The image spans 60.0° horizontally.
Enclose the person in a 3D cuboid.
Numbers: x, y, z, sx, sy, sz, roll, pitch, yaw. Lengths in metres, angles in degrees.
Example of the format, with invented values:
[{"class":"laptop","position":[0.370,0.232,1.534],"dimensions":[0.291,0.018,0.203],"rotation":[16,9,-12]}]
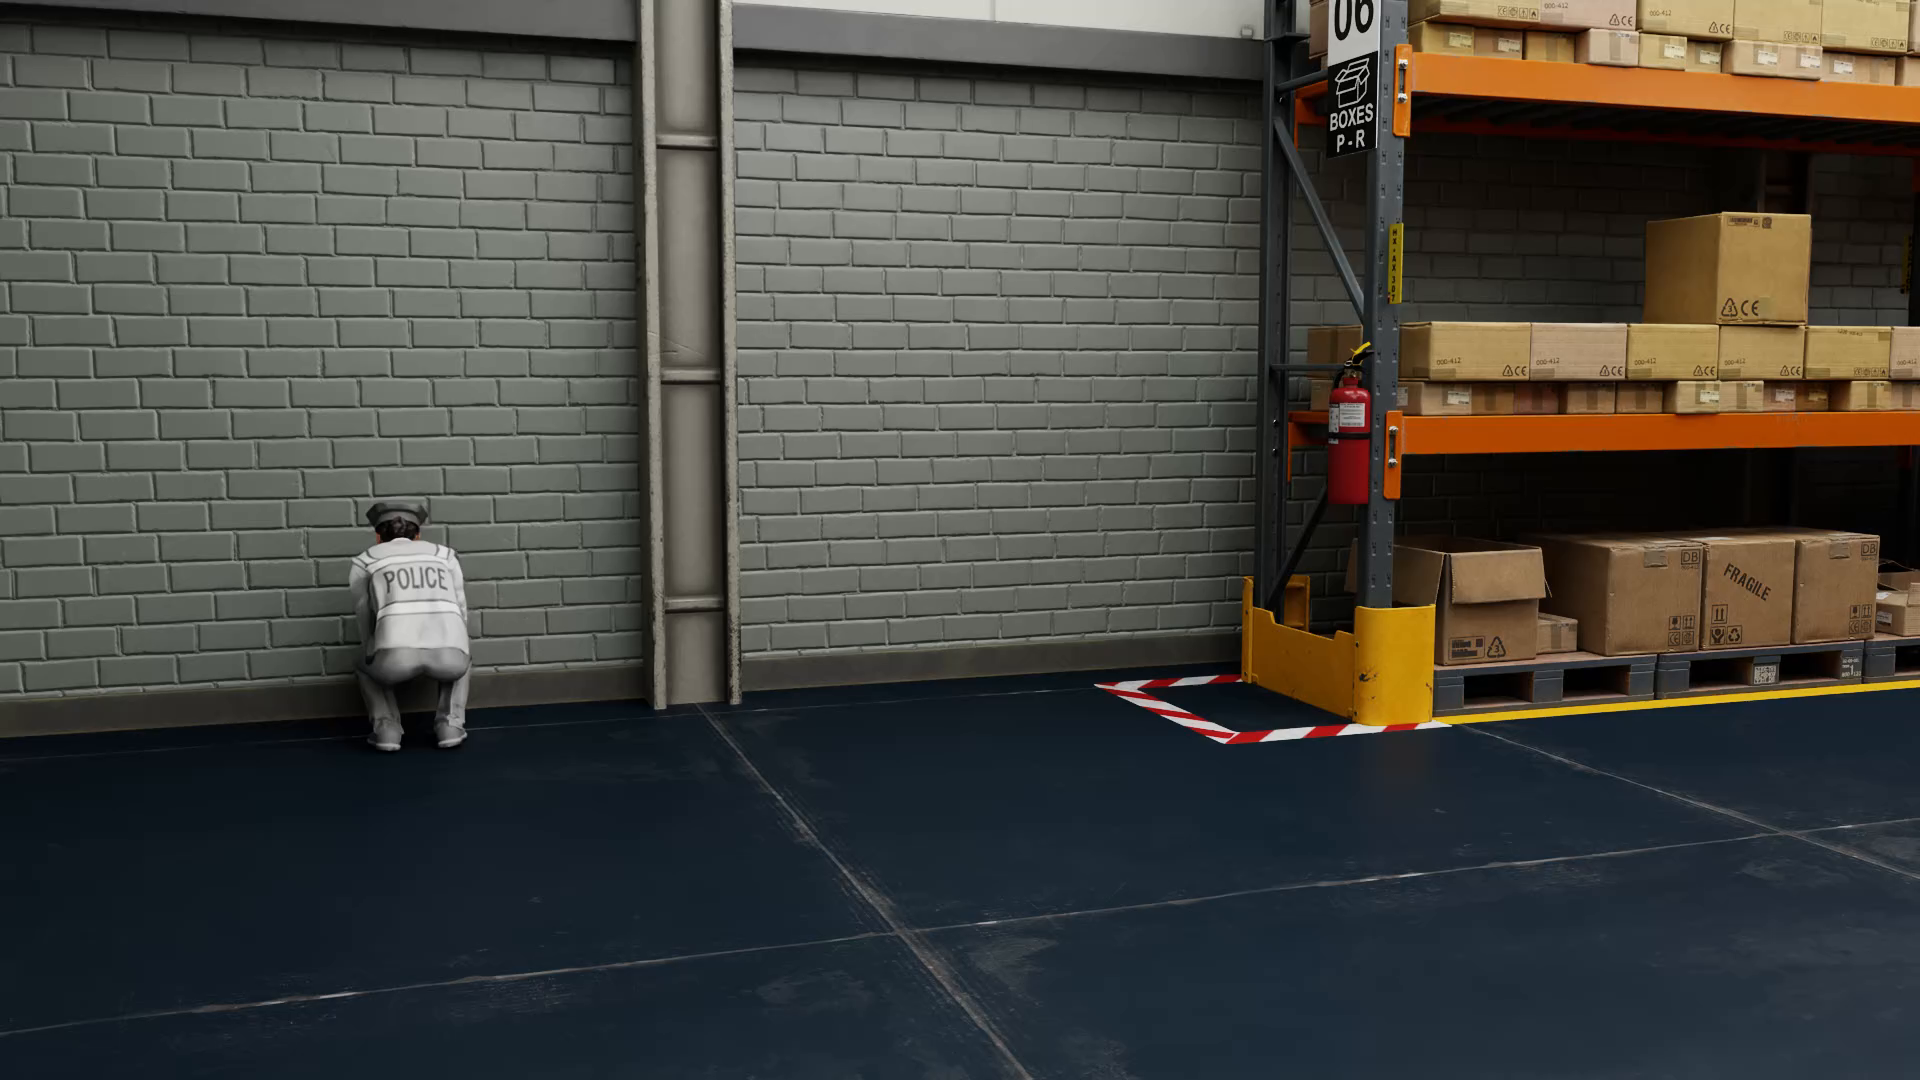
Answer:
[{"class":"person","position":[-2.229,0.337,6.764],"dimensions":[0.471,0.971,0.841],"rotation":[-2,6,-19]}]
